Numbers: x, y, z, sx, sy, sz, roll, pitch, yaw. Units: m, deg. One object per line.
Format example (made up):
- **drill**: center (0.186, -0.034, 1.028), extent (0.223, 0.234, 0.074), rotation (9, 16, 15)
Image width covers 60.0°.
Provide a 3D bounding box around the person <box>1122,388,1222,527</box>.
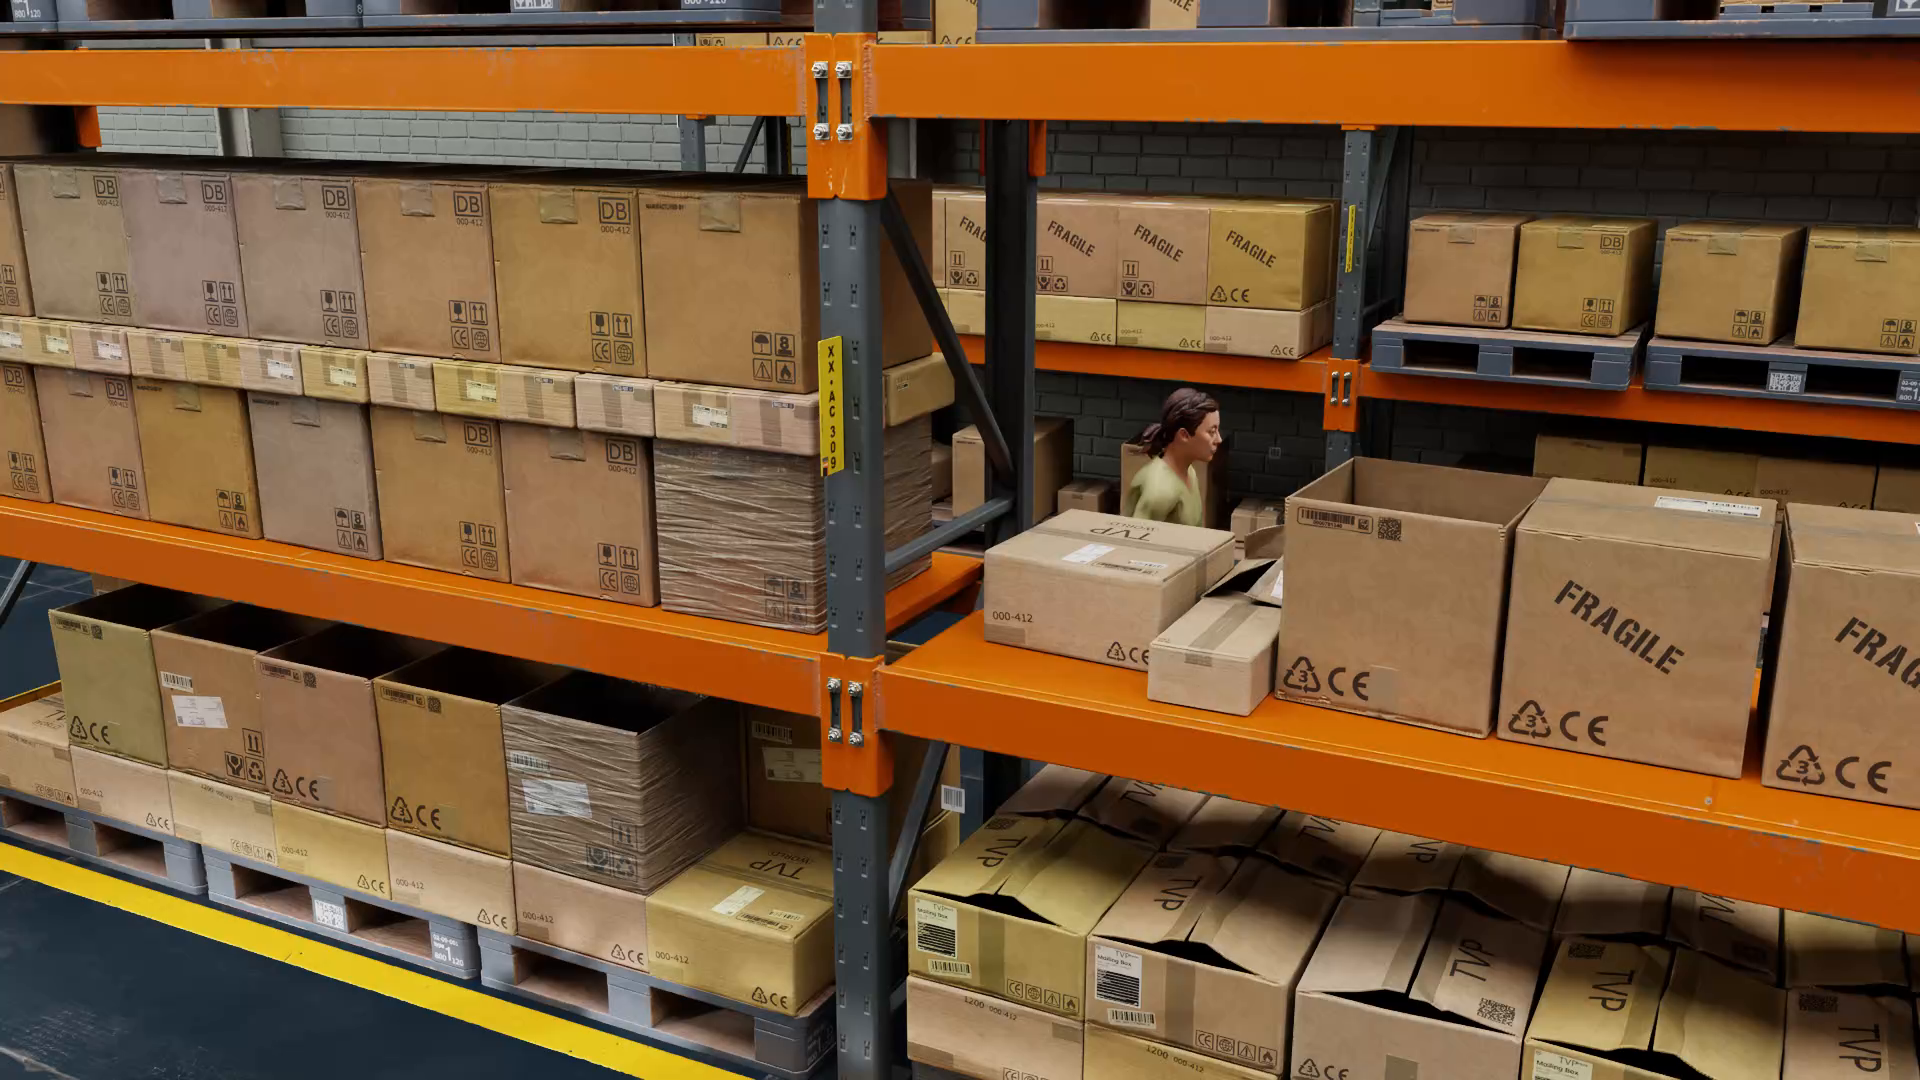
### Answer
- **person**: center (0.776, 0.279, 6.024), extent (0.415, 1.671, 0.521), rotation (7, 17, 22)
